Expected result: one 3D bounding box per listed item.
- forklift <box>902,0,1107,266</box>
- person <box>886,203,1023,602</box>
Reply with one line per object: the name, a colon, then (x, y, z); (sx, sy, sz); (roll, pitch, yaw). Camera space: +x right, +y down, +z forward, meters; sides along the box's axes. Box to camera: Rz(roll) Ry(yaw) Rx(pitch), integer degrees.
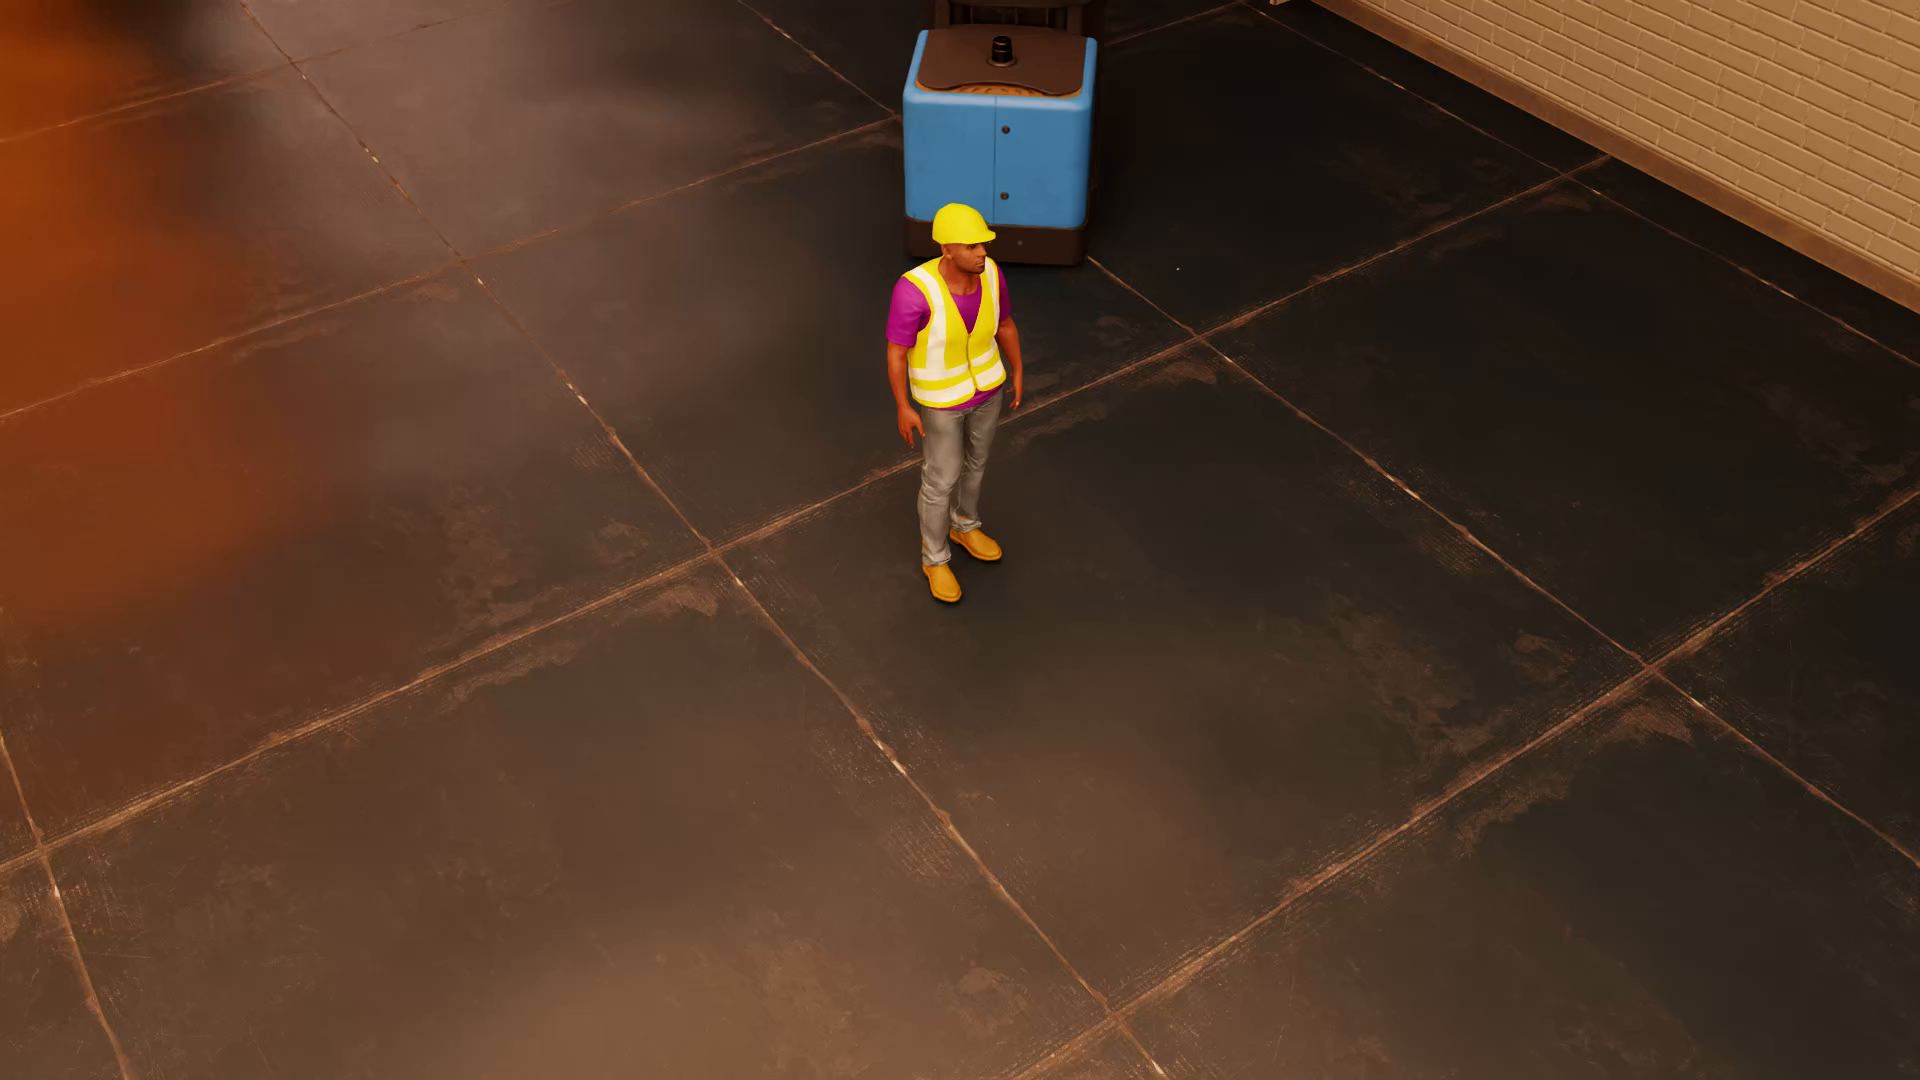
forklift: (0.344, -3.637, 9.662); (1.130, 2.935, 3.031); (4, 43, 4)
person: (0.035, -0.614, 7.231); (0.666, 1.765, 0.577); (-25, 48, -25)
